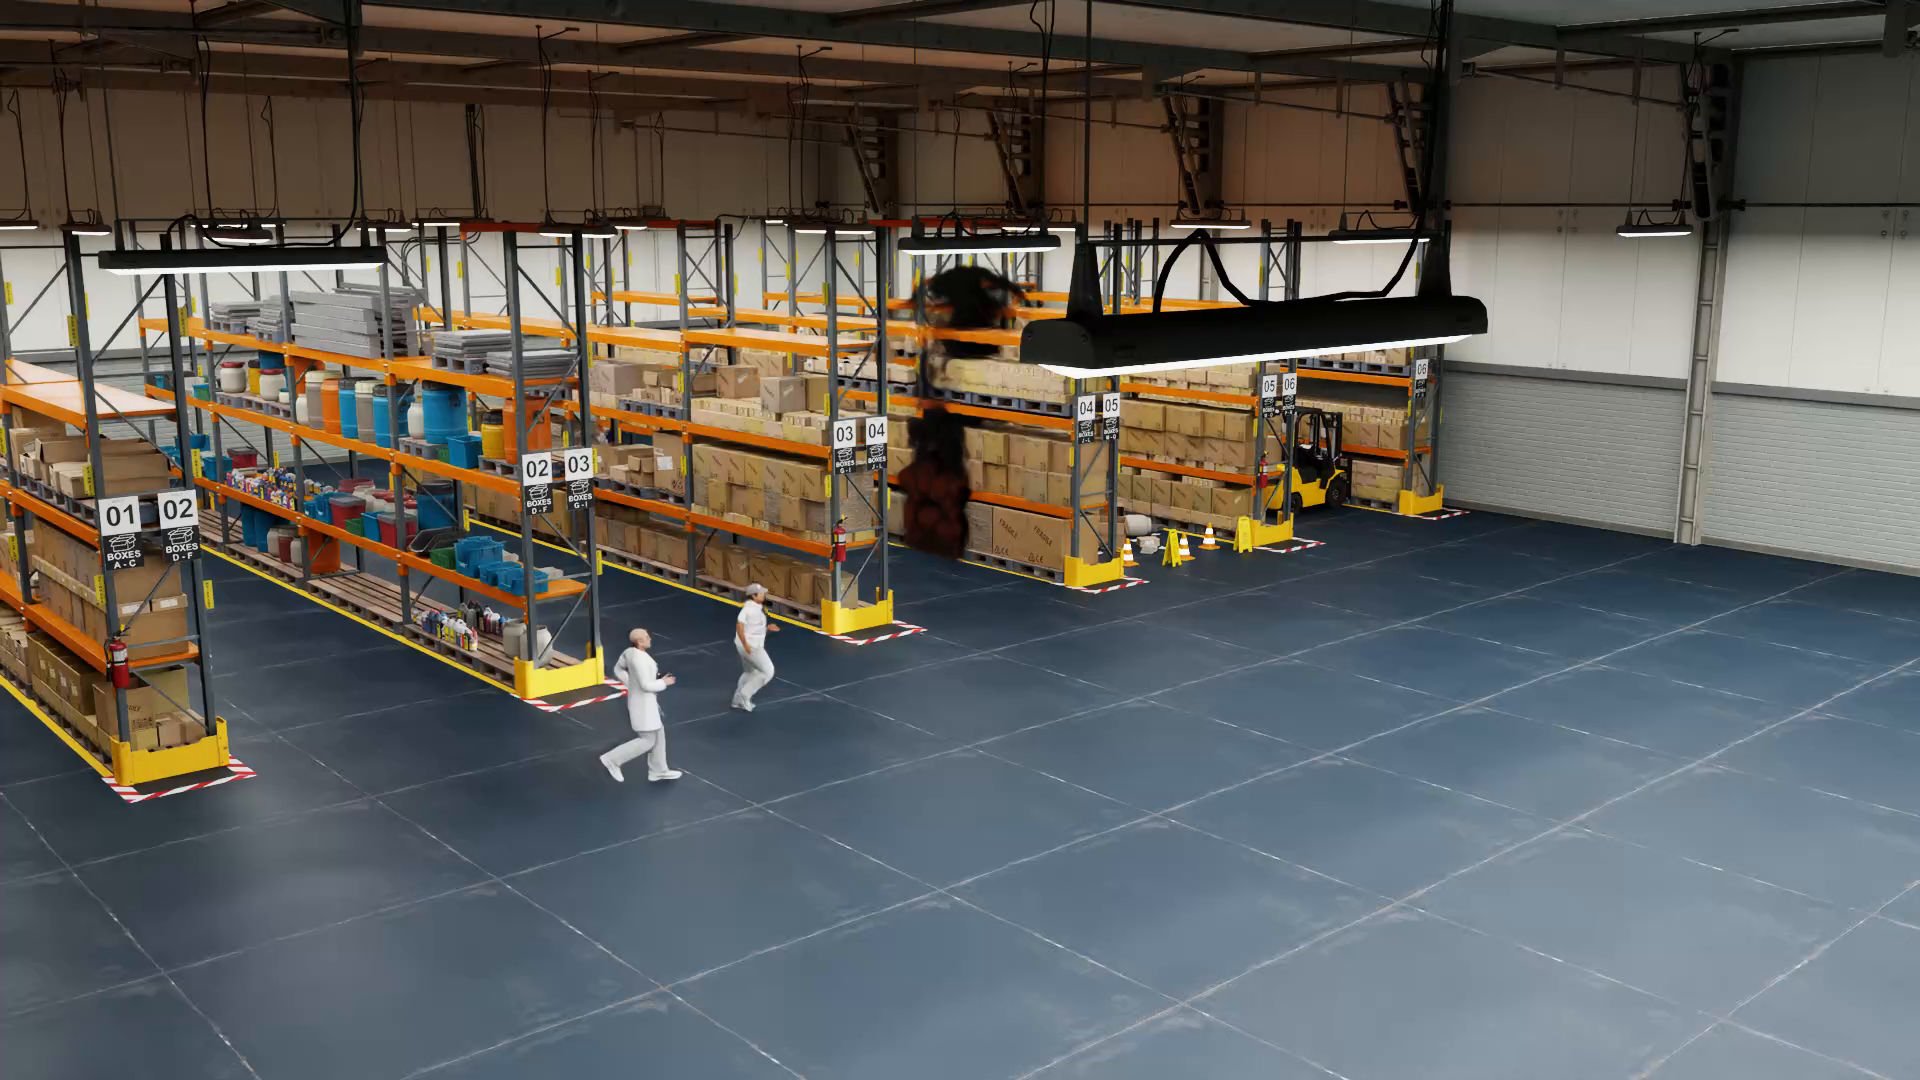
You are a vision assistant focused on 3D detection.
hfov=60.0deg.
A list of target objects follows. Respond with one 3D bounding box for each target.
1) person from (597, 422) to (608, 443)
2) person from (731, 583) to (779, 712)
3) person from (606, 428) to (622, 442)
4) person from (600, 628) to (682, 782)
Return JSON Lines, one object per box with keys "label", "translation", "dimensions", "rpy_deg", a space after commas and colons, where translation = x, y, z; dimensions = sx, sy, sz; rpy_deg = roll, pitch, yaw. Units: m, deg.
{"label": "person", "translation": [-8.116, -1.870, 37.208], "dimensions": [0.581, 1.559, 0.576], "rpy_deg": [-9, 14, -36]}
{"label": "person", "translation": [-2.592, 1.351, 21.037], "dimensions": [0.636, 1.636, 0.605], "rpy_deg": [-2, 12, -11]}
{"label": "person", "translation": [-8.546, -2.704, 41.265], "dimensions": [0.649, 1.680, 0.642], "rpy_deg": [-1, 11, -6]}
{"label": "person", "translation": [-3.538, 1.830, 18.311], "dimensions": [0.901, 1.753, 0.716], "rpy_deg": [-4, 12, -21]}
